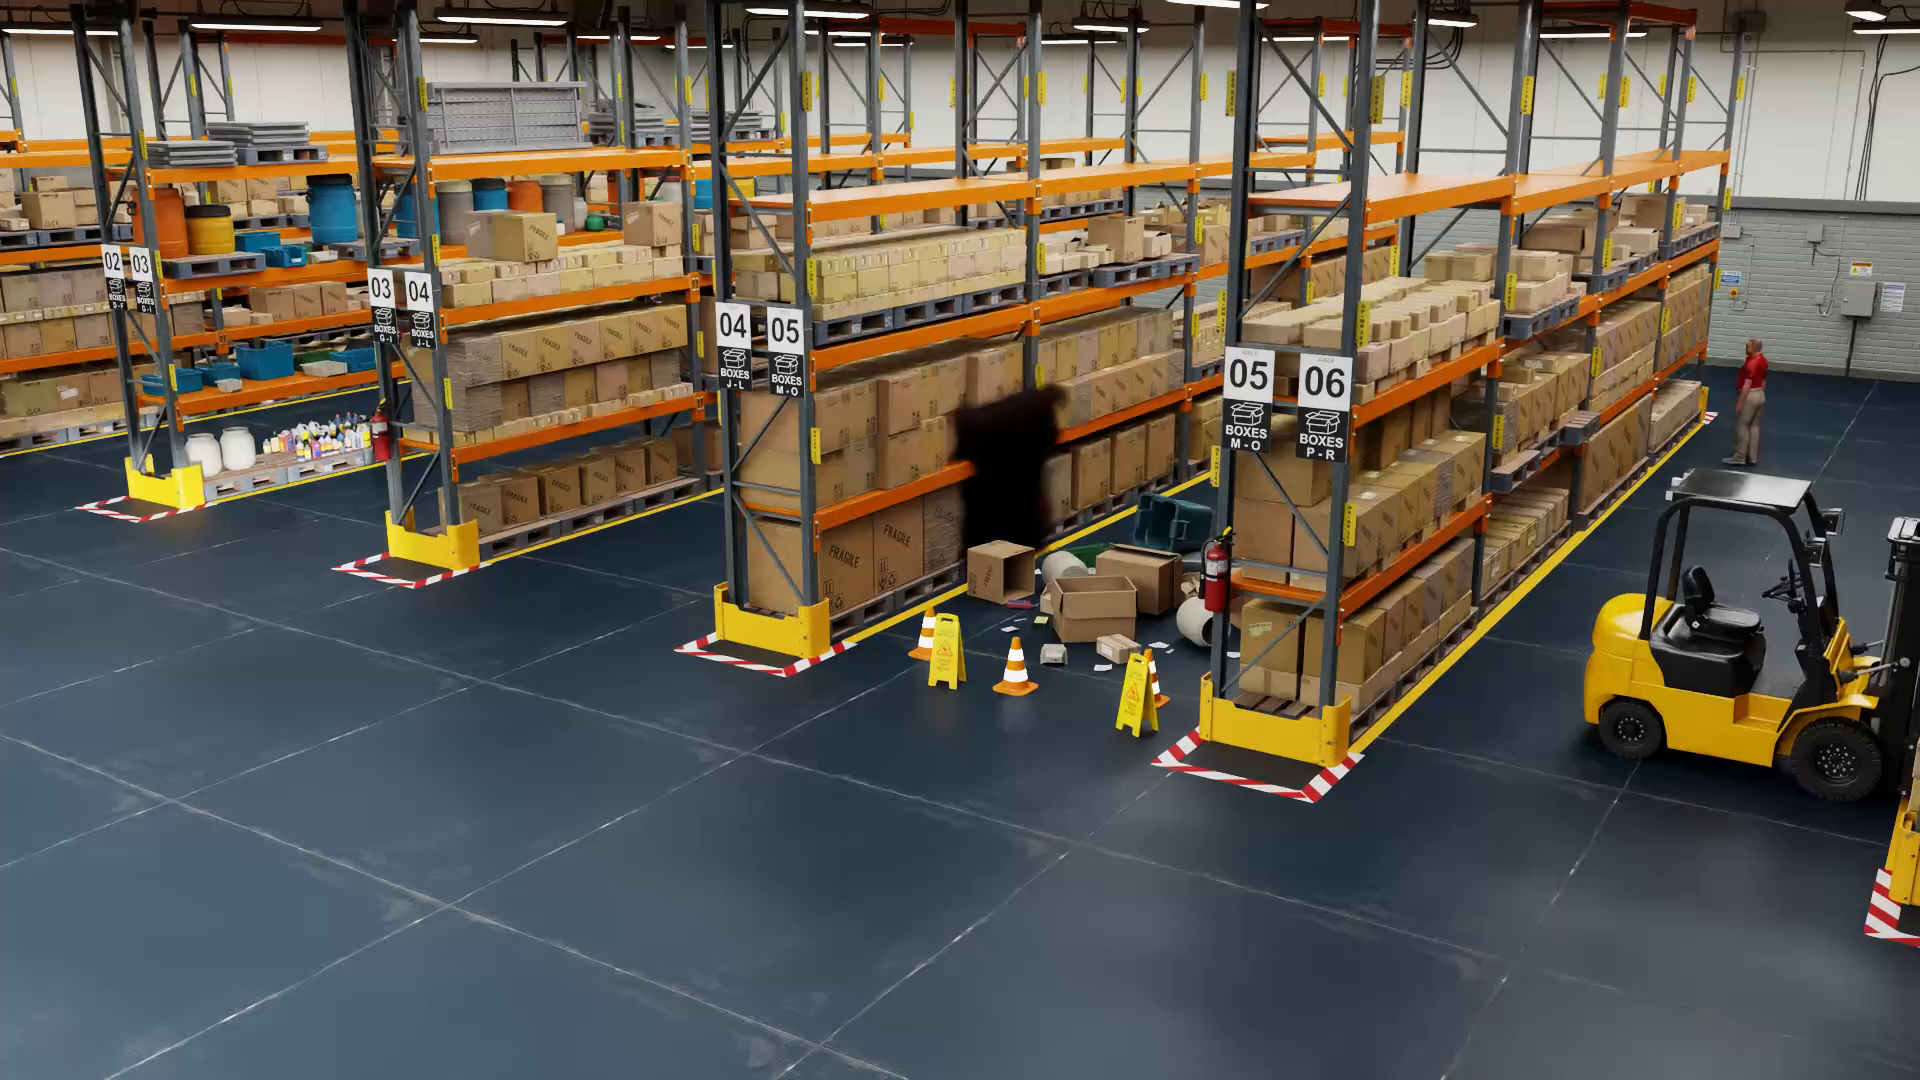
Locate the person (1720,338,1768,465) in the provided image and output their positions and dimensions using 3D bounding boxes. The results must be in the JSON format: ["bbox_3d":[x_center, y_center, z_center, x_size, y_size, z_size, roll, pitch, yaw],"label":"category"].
[{"bbox_3d":[10.836,-1.905,22.851,0.608,1.743,0.387,-14,21,-41],"label":"person"}]

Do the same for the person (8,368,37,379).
[{"bbox_3d":[-14.515,-2.704,25.825,0.456,1.660,0.549,4,16,15],"label":"person"}]
